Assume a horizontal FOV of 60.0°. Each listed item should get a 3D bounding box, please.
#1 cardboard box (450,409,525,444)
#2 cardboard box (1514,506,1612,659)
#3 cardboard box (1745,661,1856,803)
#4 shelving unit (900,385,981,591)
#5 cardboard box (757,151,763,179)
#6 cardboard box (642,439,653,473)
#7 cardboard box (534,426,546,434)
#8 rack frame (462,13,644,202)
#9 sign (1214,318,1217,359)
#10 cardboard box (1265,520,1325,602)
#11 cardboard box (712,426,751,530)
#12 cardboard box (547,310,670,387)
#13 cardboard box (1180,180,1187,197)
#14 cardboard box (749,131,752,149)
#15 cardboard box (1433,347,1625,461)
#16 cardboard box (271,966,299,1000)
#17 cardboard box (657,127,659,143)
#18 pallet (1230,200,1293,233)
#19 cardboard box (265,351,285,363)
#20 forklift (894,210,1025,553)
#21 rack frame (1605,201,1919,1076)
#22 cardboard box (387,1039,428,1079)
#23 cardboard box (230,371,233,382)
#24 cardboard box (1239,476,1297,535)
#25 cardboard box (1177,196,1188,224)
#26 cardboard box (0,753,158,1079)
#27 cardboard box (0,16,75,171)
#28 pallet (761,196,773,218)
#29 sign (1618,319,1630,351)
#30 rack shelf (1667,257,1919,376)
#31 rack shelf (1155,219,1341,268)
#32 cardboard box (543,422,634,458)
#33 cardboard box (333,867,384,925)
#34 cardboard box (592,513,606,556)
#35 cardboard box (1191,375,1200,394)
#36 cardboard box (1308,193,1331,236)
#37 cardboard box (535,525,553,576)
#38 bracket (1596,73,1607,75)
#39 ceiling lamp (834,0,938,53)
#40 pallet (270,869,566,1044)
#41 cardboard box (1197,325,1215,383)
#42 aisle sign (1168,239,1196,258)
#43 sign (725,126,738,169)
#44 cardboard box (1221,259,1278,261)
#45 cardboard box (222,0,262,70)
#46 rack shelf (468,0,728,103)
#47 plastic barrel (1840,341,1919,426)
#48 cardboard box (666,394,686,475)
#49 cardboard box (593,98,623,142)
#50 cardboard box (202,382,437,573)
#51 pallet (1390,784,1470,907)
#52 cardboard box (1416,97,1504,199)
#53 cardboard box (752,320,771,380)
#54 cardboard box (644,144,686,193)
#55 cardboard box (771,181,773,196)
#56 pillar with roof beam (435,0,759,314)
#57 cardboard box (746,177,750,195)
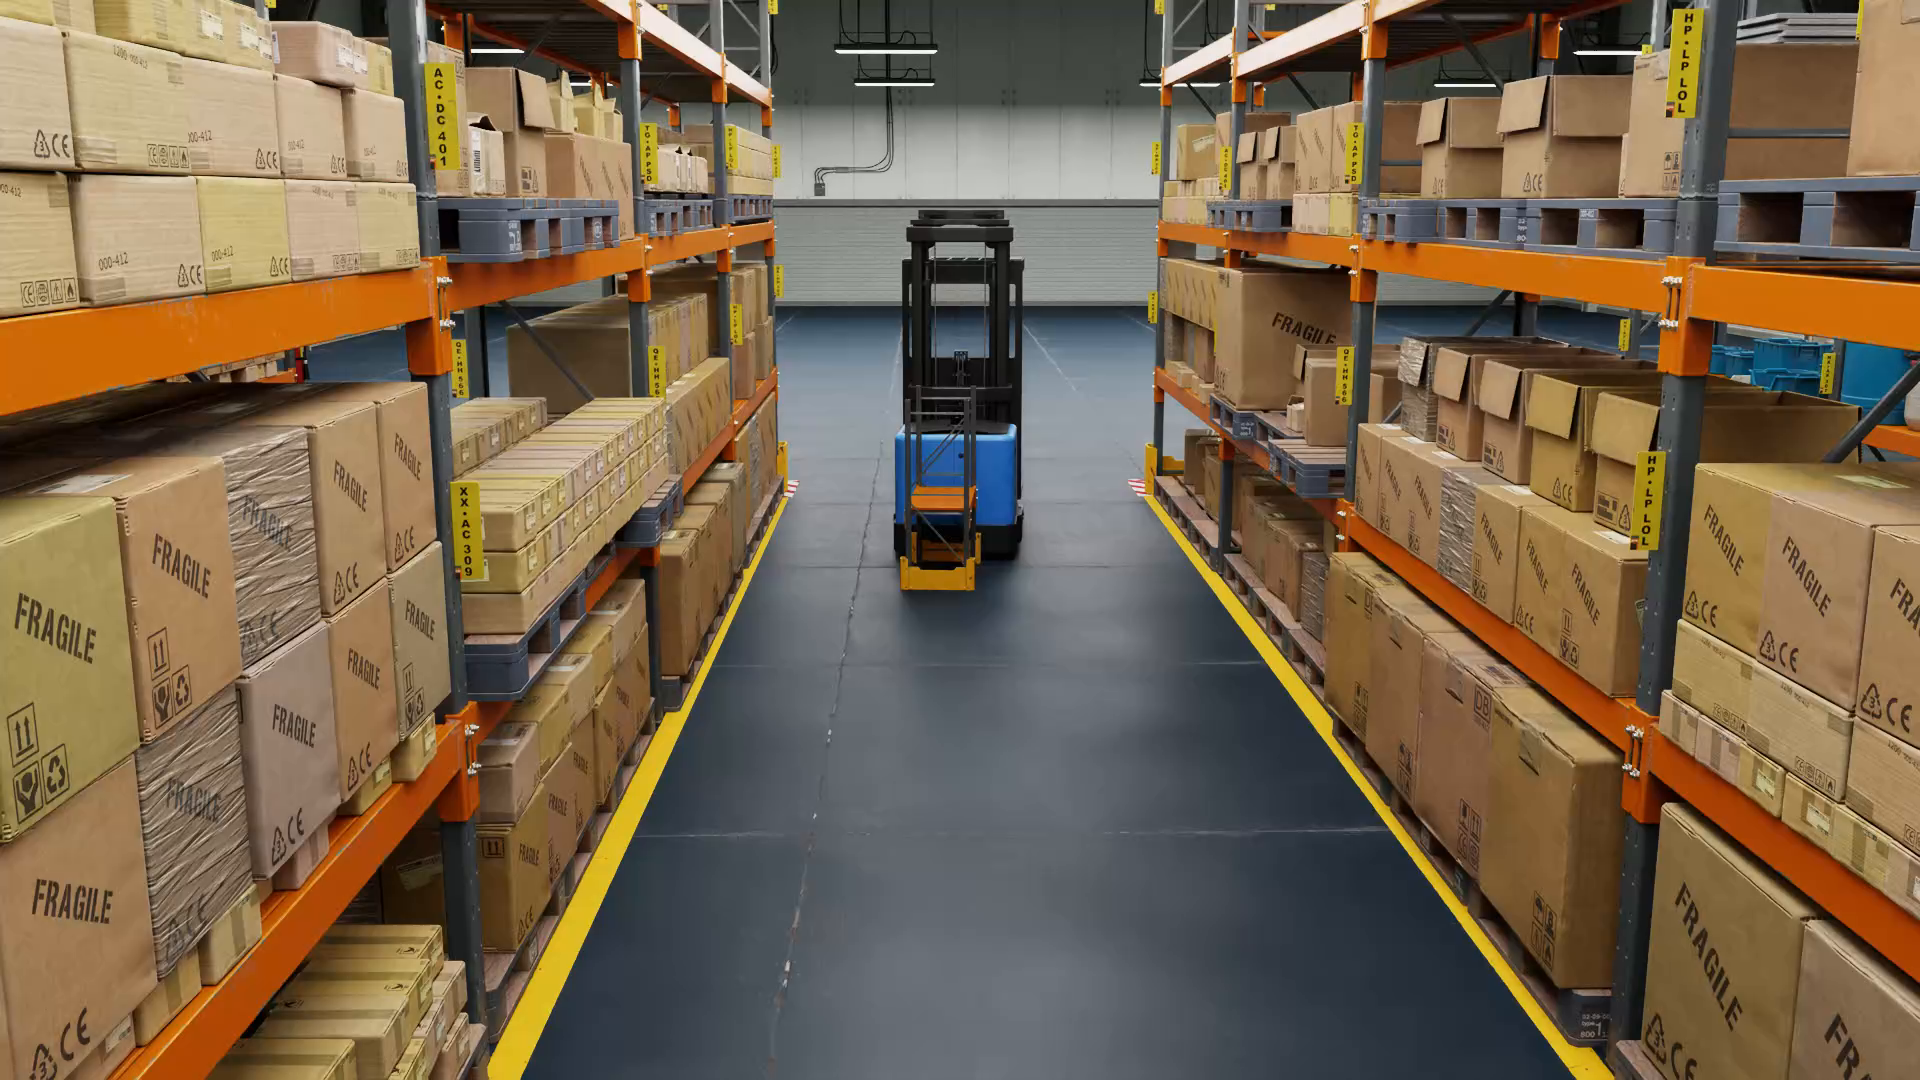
[{"bbox_3d":[-2.429,-0.577,8.436,0.380,0.149,0.250,0,11,-1],"label":"cardboard box"},{"bbox_3d":[2.504,0.159,6.482,0.500,0.500,0.500,0,11,1],"label":"cardboard box"},{"bbox_3d":[2.543,0.519,4.587,0.500,0.250,0.500,0,11,-1],"label":"cardboard box"},{"bbox_3d":[-0.147,-0.447,13.490,0.587,1.500,1.083,1,11,3],"label":"shelving unit"},{"bbox_3d":[-2.110,-3.489,15.490,0.500,0.250,0.500,0,11,-1],"label":"cardboard box"},{"bbox_3d":[-1.773,-0.424,8.432,0.380,0.149,0.250,0,11,0],"label":"cardboard box"},{"bbox_3d":[-2.444,-0.529,8.948,0.380,0.149,0.250,0,11,1],"label":"cardboard box"},{"bbox_3d":[-2.254,-3.337,8.876,1.000,3.000,0.127,0,11,-1],"label":"rack frame"},{"bbox_3d":[2.082,-1.613,13.288,0.100,0.325,0.005,0,11,-1],"label":"sign"},{"bbox_3d":[2.619,0.145,11.980,0.700,0.500,0.500,-1,12,-6],"label":"cardboard box"},{"bbox_3d":[-2.279,-0.482,14.179,0.875,0.875,0.875,0,11,0],"label":"cardboard box"},{"bbox_3d":[-2.277,-1.228,10.801,0.700,0.500,0.500,0,11,-2],"label":"cardboard box"},{"bbox_3d":[2.289,-3.320,15.707,0.380,0.149,0.250,0,11,-1],"label":"cardboard box"},{"bbox_3d":[-2.031,-3.512,14.598,0.380,0.149,0.250,0,11,-1],"label":"cardboard box"},{"bbox_3d":[2.717,-0.663,8.009,0.797,0.503,0.637,0,11,0],"label":"cardboard box"},{"bbox_3d":[-2.371,1.367,5.394,0.380,0.149,0.250,0,11,1],"label":"cardboard box"},{"bbox_3d":[-2.667,-3.306,13.587,0.380,0.149,0.250,0,11,-1],"label":"cardboard box"},{"bbox_3d":[2.556,-2.241,11.490,1.213,0.211,1.003,0,11,-1],"label":"pallet"},{"bbox_3d":[-7.079,-2.035,16.546,0.500,0.500,0.500,0,11,-2],"label":"cardboard box"},{"bbox_3d":[0.036,-1.561,15.383,1.130,2.935,3.031,1,11,3],"label":"forklift"},{"bbox_3d":[2.790,0.398,5.554,1.000,3.000,0.127,0,11,-1],"label":"rack frame"},{"bbox_3d":[-1.805,1.612,4.936,0.380,0.149,0.250,-1,11,-3],"label":"cardboard box"},{"bbox_3d":[-7.144,-1.547,15.771,0.380,0.149,0.250,0,11,0],"label":"cardboard box"},{"bbox_3d":[2.657,-0.253,13.992,0.500,0.500,0.500,-1,11,-3],"label":"cardboard box"},{"bbox_3d":[2.317,-3.086,15.561,0.500,0.250,0.500,0,11,-1],"label":"cardboard box"},{"bbox_3d":[-1.855,0.704,3.044,0.500,0.500,0.500,0,11,0],"label":"cardboard box"},{"bbox_3d":[-1.848,-0.741,2.743,0.500,0.250,0.500,0,11,0],"label":"cardboard box"},{"bbox_3d":[-2.393,-3.267,16.295,1.003,0.211,1.213,0,11,-1],"label":"pallet"},{"bbox_3d":[6.944,-2.142,17.378,0.100,0.325,0.005,0,11,-1],"label":"sign"},{"bbox_3d":[2.831,-0.322,3.368,1.077,0.370,4.000,0,11,-1],"label":"rack shelf"},{"bbox_3d":[2.583,-2.708,15.126,1.077,0.370,4.000,0,11,-1],"label":"rack shelf"},{"bbox_3d":[-1.768,-0.473,7.925,0.380,0.149,0.250,0,11,-1],"label":"cardboard box"},{"bbox_3d":[-2.438,1.271,6.480,0.500,0.500,0.500,0,11,-2],"label":"cardboard box"},{"bbox_3d":[-1.751,-0.024,7.211,0.380,0.149,0.250,0,11,-2],"label":"cardboard box"},{"bbox_3d":[2.310,-1.409,15.093,0.380,0.149,0.250,0,11,-1],"label":"cardboard box"},{"bbox_3d":[2.429,-1.986,10.137,0.500,0.250,0.500,0,11,-1],"label":"cardboard box"},{"bbox_3d":[-1.726,0.038,6.156,0.380,0.149,0.250,0,11,-2],"label":"cardboard box"},{"bbox_3d":[17.312,-12.497,44.971,0.235,0.232,0.430,0,11,-1],"label":"bracket"},{"bbox_3d":[-1.430,-11.019,32.058,2.000,3.185,0.800,0,11,-1],"label":"ceiling lamp"},{"bbox_3d":[-2.188,1.610,6.593,1.003,0.211,1.213,0,11,-1],"label":"pallet"},{"bbox_3d":[2.591,-1.676,14.774,0.875,0.500,0.500,0,11,-1],"label":"cardboard box"},{"bbox_3d":[2.241,-3.273,17.108,0.394,0.787,0.004,0,11,-1],"label":"aisle sign"},{"bbox_3d":[-1.794,-3.074,13.031,0.100,0.325,0.005,0,11,-1],"label":"sign"},{"bbox_3d":[2.817,-2.465,16.150,0.500,0.500,0.500,0,11,-1],"label":"cardboard box"},{"bbox_3d":[-1.861,-1.171,3.858,0.380,0.149,0.250,-1,11,-3],"label":"cardboard box"},{"bbox_3d":[-2.295,-3.186,10.947,1.077,0.370,4.000,0,11,-1],"label":"rack shelf"},{"bbox_3d":[7.282,-1.381,13.059,0.600,0.901,0.708,0,11,-1],"label":"plastic barrel"},{"bbox_3d":[-2.006,-0.638,10.406,0.500,0.500,0.500,0,11,-2],"label":"cardboard box"},{"bbox_3d":[-1.985,-2.212,8.697,0.396,0.266,0.258,0,11,-1],"label":"cardboard box"},{"bbox_3d":[-1.891,-0.194,4.959,0.500,0.500,0.500,-1,11,-3],"label":"cardboard box"},{"bbox_3d":[2.671,1.368,7.784,1.003,0.211,1.213,0,11,-1],"label":"pallet"},{"bbox_3d":[2.792,-2.003,8.527,0.797,0.503,0.637,0,11,2],"label":"cardboard box"},{"bbox_3d":[-2.333,-1.878,16.395,0.875,0.550,0.550,0,11,-1],"label":"cardboard box"},{"bbox_3d":[-2.070,-2.425,10.839,0.500,0.311,0.500,0,11,-2],"label":"cardboard box"},{"bbox_3d":[-2.073,-3.524,16.667,0.380,0.149,0.250,0,11,-1],"label":"cardboard box"},{"bbox_3d":[-9.531,-10.705,45.192,9.100,9.000,0.548,0,11,-1],"label":"pillar with roof beam"},{"bbox_3d":[-2.027,-3.070,14.427,0.380,0.149,0.250,0,11,-2],"label":"cardboard box"}]
